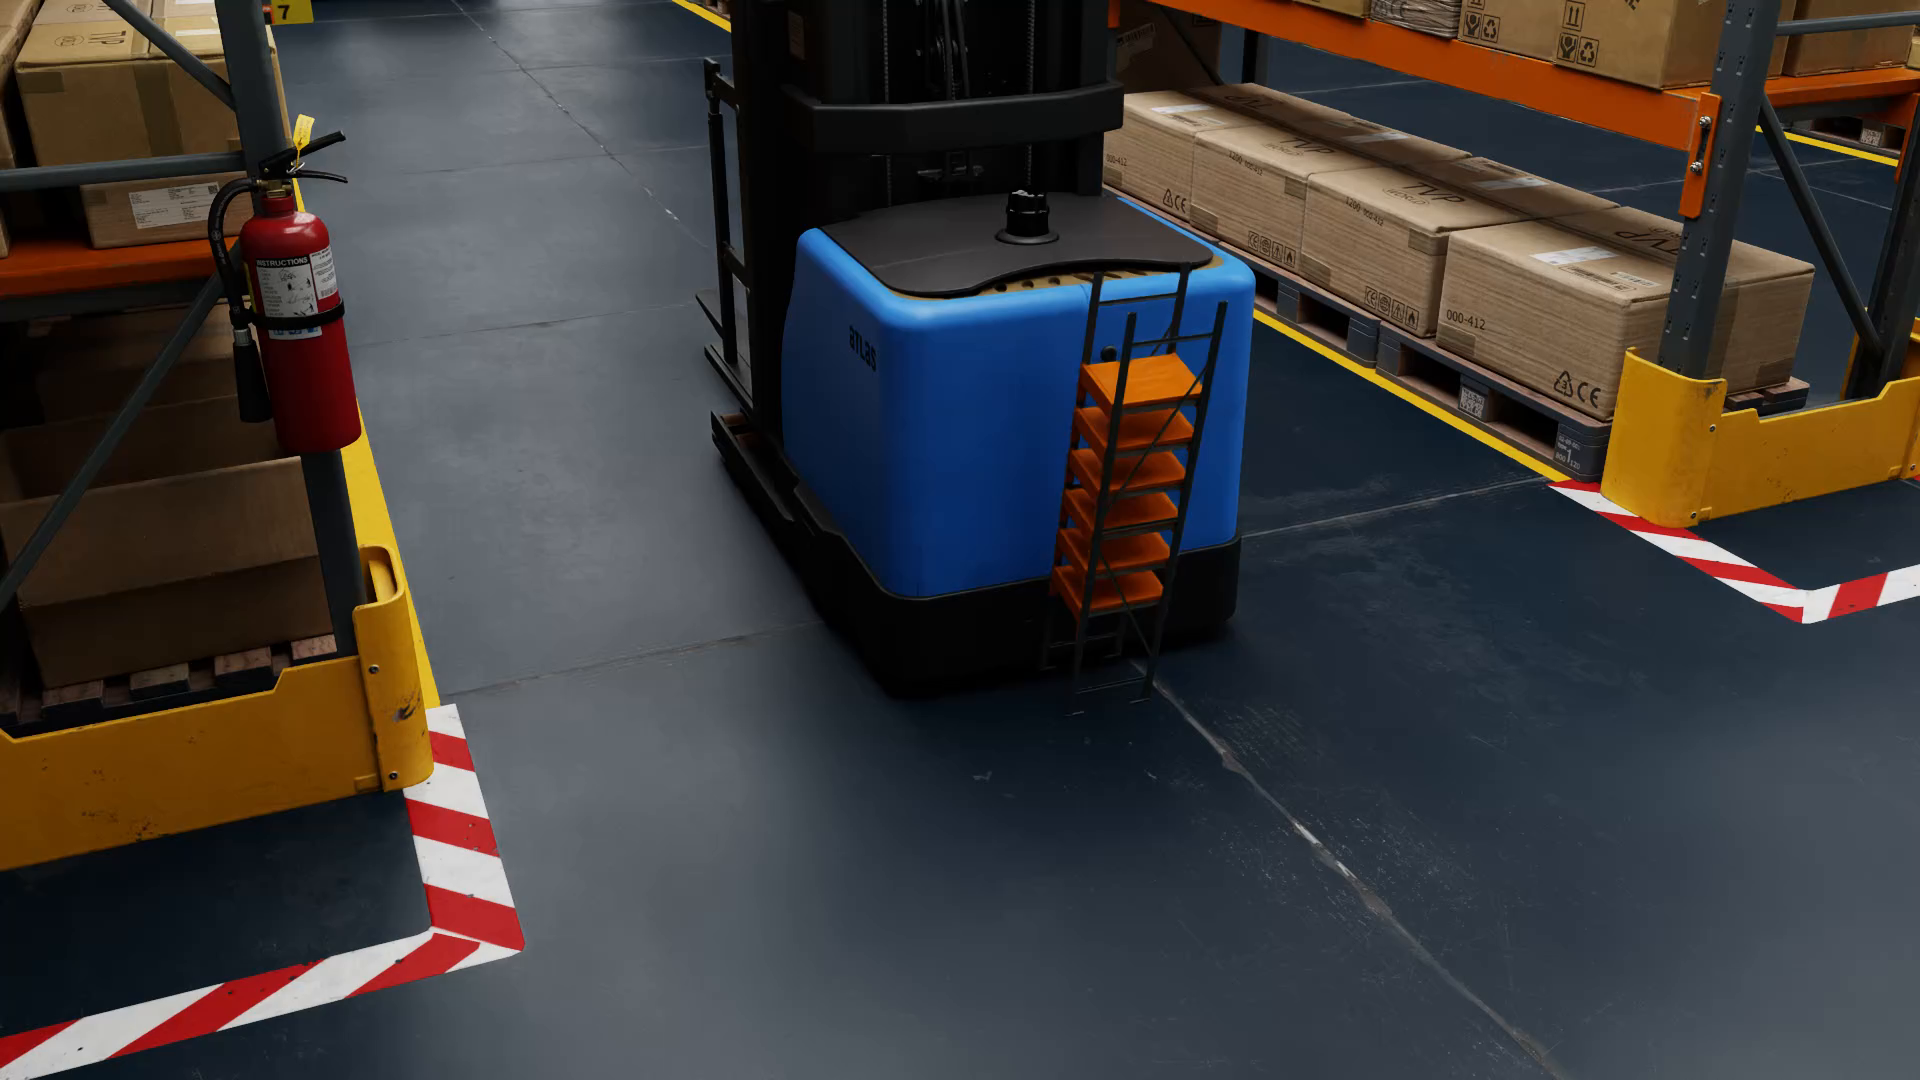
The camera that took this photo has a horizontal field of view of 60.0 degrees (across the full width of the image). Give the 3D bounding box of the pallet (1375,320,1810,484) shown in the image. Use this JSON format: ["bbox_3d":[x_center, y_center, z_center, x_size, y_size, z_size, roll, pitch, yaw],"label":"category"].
[{"bbox_3d":[2.332,-0.610,6.259,1.003,0.211,1.213,-11,28,-21],"label":"pallet"}]

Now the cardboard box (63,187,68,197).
[{"bbox_3d":[-2.002,-0.961,4.086,0.380,0.149,0.250,-11,28,-21],"label":"cardboard box"}]

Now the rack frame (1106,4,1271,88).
[{"bbox_3d":[1.151,-3.169,8.321,1.000,3.000,0.127,-11,28,-21],"label":"rack frame"}]

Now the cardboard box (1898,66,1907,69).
[{"bbox_3d":[5.695,-2.813,10.025,0.380,0.149,0.250,-10,28,-20],"label":"cardboard box"}]

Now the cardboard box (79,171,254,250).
[{"bbox_3d":[-1.725,-0.766,3.687,0.380,0.149,0.250,-11,28,-21],"label":"cardboard box"}]

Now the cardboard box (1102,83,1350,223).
[{"bbox_3d":[1.298,-1.934,8.234,0.875,0.438,0.875,-11,28,-21],"label":"cardboard box"}]

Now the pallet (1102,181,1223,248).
[{"bbox_3d":[1.377,-1.595,8.277,1.003,0.211,1.213,-11,28,-21],"label":"pallet"}]

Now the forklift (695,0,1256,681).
[{"bbox_3d":[-0.225,-1.574,5.133,1.130,2.935,3.031,-10,28,-19],"label":"forklift"}]

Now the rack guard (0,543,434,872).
[{"bbox_3d":[-1.878,0.393,3.875,1.175,0.500,0.348,-11,28,-21],"label":"rack guard"}]

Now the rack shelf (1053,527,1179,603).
[{"bbox_3d":[0.386,0.042,4.145,0.258,0.103,0.180,-9,40,-18],"label":"rack shelf"}]

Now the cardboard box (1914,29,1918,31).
[{"bbox_3d":[5.610,-3.060,10.192,0.380,0.149,0.250,-9,28,-19],"label":"cardboard box"}]

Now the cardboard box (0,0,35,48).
[{"bbox_3d":[-2.473,-1.114,3.945,0.500,0.250,0.500,-10,28,-20],"label":"cardboard box"}]

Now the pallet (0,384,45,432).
[{"bbox_3d":[-2.665,-0.290,5.605,1.003,0.211,1.213,-11,28,-21],"label":"pallet"}]

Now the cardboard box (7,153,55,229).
[{"bbox_3d":[-2.268,-0.787,3.730,0.380,0.149,0.250,-10,28,-19],"label":"cardboard box"}]

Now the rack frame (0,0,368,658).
[{"bbox_3d":[-1.848,-0.700,3.264,1.000,3.000,0.127,-11,28,-21],"label":"rack frame"}]

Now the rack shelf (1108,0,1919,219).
[{"bbox_3d":[1.934,-2.038,6.825,1.077,0.370,4.000,-11,28,-21],"label":"rack shelf"}]

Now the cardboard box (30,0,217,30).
[{"bbox_3d":[-1.976,-1.199,4.118,0.500,0.250,0.500,-10,28,-20],"label":"cardboard box"}]

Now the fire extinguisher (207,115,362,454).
[{"bbox_3d":[-1.365,-0.517,3.404,0.296,0.674,0.183,-11,28,-21],"label":"fire extinguisher"}]

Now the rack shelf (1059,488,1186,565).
[{"bbox_3d":[0.395,-0.052,4.072,0.258,0.103,0.180,-9,40,-18],"label":"rack shelf"}]

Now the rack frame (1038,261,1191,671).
[{"bbox_3d":[0.368,-0.142,4.111,0.240,1.200,0.006,-9,40,-18],"label":"rack frame"}]

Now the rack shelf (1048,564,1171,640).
[{"bbox_3d":[0.377,0.137,4.218,0.258,0.103,0.180,-9,40,-18],"label":"rack shelf"}]

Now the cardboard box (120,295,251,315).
[{"bbox_3d":[-2.415,-0.611,5.452,0.500,0.500,0.500,-10,28,-20],"label":"cardboard box"}]

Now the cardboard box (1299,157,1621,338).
[{"bbox_3d":[2.001,-1.209,6.748,0.875,0.438,0.875,-10,28,-19],"label":"cardboard box"}]

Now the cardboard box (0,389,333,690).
[{"bbox_3d":[-2.001,-0.030,4.259,0.797,0.503,0.637,-12,28,-23],"label":"cardboard box"}]

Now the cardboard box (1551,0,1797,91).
[{"bbox_3d":[2.285,-1.748,5.298,0.500,0.500,0.500,-10,28,-20],"label":"cardboard box"}]

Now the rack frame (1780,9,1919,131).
[{"bbox_3d":[5.666,-4.060,10.147,1.000,3.000,0.127,-11,28,-21],"label":"rack frame"}]

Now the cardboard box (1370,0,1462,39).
[{"bbox_3d":[1.892,-2.159,6.140,0.500,0.500,0.500,-10,28,-19],"label":"cardboard box"}]

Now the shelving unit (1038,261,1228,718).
[{"bbox_3d":[0.399,-0.087,4.045,0.258,1.200,0.189,-9,40,-18],"label":"shelving unit"}]

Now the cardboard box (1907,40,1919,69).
[{"bbox_3d":[5.808,-2.845,9.751,0.380,0.149,0.250,-11,28,-21],"label":"cardboard box"}]

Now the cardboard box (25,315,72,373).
[{"bbox_3d":[-3.204,-0.740,6.117,0.380,0.149,0.250,-11,28,-21],"label":"cardboard box"}]

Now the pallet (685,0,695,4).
[{"bbox_3d":[-2.278,-5.410,16.090,1.003,0.211,1.213,-11,28,-21],"label":"pallet"}]
